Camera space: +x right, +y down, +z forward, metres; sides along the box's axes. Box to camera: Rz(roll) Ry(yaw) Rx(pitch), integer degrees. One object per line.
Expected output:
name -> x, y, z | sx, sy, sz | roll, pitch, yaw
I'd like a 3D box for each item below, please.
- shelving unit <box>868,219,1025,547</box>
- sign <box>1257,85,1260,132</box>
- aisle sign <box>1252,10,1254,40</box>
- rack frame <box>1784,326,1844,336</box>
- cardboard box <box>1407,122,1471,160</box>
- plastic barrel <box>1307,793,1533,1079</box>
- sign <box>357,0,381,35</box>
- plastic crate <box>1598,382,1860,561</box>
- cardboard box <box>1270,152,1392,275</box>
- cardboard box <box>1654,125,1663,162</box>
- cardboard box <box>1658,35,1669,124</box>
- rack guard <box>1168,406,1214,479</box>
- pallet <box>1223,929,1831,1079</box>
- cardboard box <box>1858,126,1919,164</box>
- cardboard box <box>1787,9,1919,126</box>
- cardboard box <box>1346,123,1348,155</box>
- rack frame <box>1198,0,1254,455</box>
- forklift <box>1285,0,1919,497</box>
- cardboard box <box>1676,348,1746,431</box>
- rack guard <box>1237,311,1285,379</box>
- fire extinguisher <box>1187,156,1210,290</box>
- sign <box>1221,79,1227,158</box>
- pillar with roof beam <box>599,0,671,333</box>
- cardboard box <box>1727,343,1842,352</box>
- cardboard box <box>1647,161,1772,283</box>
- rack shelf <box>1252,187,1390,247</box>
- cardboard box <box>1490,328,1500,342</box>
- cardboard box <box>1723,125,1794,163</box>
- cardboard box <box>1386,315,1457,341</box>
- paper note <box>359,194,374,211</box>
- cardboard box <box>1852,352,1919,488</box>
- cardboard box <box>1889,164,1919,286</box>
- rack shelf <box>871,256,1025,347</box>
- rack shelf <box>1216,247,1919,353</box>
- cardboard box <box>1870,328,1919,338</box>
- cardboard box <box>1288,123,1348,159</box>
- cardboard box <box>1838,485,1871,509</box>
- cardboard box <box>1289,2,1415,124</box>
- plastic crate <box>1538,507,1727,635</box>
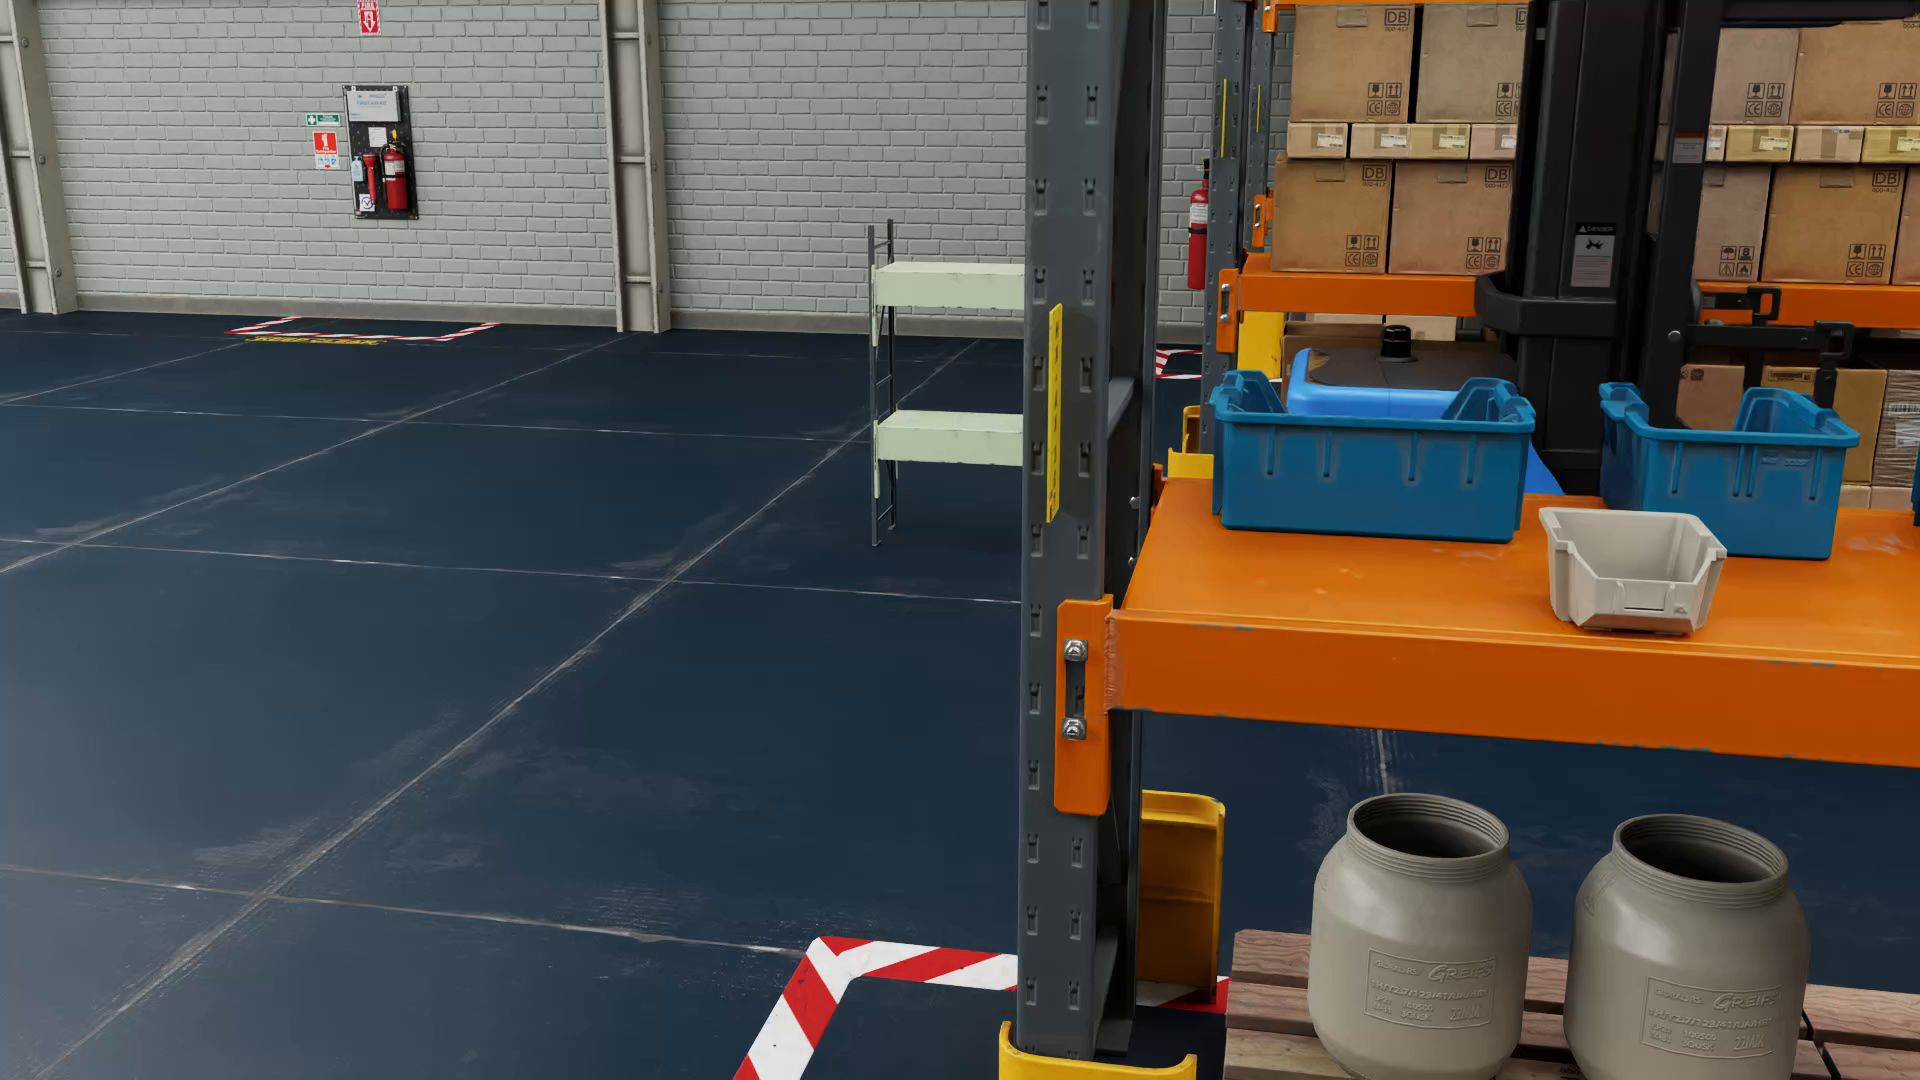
shelving unit -> -0.007, -0.723, 7.793 | 0.755, 1.500, 0.431 | 3, 16, 11
sign -> 2.125, -3.072, 11.840 | 0.005, 0.325, 0.100 | 3, 16, 11
aisle sign -> 2.103, -3.974, 11.851 | 0.004, 0.787, 0.394 | 3, 16, 11
rack frame -> 6.153, -2.583, 11.700 | 0.127, 3.000, 1.000 | 3, 16, 11
cardboard box -> 2.095, -1.757, 7.313 | 0.250, 0.149, 0.380 | 3, 16, 11
plastic barrel -> 0.919, 0.807, 3.334 | 0.421, 0.512, 0.421 | 0, 15, 0
sign -> -5.190, -4.590, 14.599 | 0.199, 0.298, 0.001 | 3, 16, 11
plastic crate -> 1.444, -0.149, 3.188 | 0.408, 0.251, 0.499 | 3, 16, 11
cardboard box -> 1.705, -1.520, 7.674 | 0.500, 0.500, 0.700 | 3, 16, 11
cardboard box -> 2.854, -1.716, 7.165 | 0.250, 0.149, 0.380 | 3, 16, 10
cardboard box -> 2.767, -2.089, 7.299 | 0.500, 0.500, 0.700 | 3, 16, 11
rack guard -> 1.226, -0.297, 8.127 | 0.348, 0.500, 1.175 | 3, 16, 11
pallet -> 1.138, 1.176, 3.353 | 1.213, 0.211, 1.003 | 3, 16, 11
cardboard box -> 3.864, -1.661, 6.968 | 0.250, 0.149, 0.380 | 3, 16, 11
cardboard box -> 3.747, -2.036, 7.106 | 0.500, 0.500, 0.700 | 3, 16, 11
cardboard box -> 1.919, -1.877, 7.746 | 0.250, 0.149, 0.380 | 4, 16, 12
rack frame -> 1.250, -1.500, 7.789 | 0.127, 3.000, 1.000 | 3, 16, 11
forklift -> 2.745, -0.968, 5.998 | 3.031, 2.935, 1.130 | 3, 16, 12
cardboard box -> 3.200, -0.572, 7.396 | 0.500, 0.500, 0.500 | 3, 16, 11
rack guard -> 2.308, -1.588, 12.787 | 0.348, 0.500, 1.175 | 3, 16, 11
fire extinguisher -> 1.226, -1.591, 8.261 | 0.183, 0.674, 0.296 | 3, 16, 11
sign -> 1.133, -1.811, 7.140 | 0.005, 0.325, 0.100 | 3, 16, 11
pillar with roof beam -> -3.646, -5.069, 9.436 | 0.400, 9.000, 9.100 | 3, 16, 11
cardboard box -> 3.798, -0.686, 7.808 | 0.500, 0.500, 0.500 | 3, 16, 11
cardboard box -> 3.222, -1.439, 7.379 | 0.500, 0.500, 0.700 | 4, 16, 13
rack shelf -> 4.193, -2.343, 12.180 | 4.000, 0.370, 1.077 | 3, 16, 11
cardboard box -> 2.817, -0.739, 8.000 | 0.500, 0.500, 0.500 | 3, 16, 11
cardboard box -> 3.356, -1.688, 7.064 | 0.250, 0.149, 0.380 | 4, 16, 13
cardboard box -> 3.452, -1.622, 12.441 | 0.500, 0.311, 0.500 | 4, 16, 16
paper note -> -5.362, -3.049, 15.030 | 0.142, 0.148, 0.016 | 3, 16, 11
cardboard box -> 4.184, -0.523, 7.221 | 0.500, 0.500, 0.500 | 3, 16, 11
cardboard box -> 4.215, -1.384, 7.182 | 0.500, 0.500, 0.700 | 3, 16, 11
rack shelf -> -0.007, -1.099, 7.689 | 0.720, 0.370, 0.431 | 3, 16, 11
rack shelf -> 3.210, -1.047, 7.501 | 4.000, 0.370, 1.077 | 3, 16, 11
cardboard box -> 6.878, -1.556, 11.849 | 0.500, 0.500, 0.700 | 4, 16, 13
cardboard box -> 1.591, -1.784, 7.410 | 0.250, 0.149, 0.380 | 3, 16, 11
cardboard box -> 3.691, -0.184, 7.402 | 0.500, 0.250, 0.500 | 3, 16, 11
cardboard box -> 1.757, -2.143, 7.490 | 0.500, 0.500, 0.700 | 3, 16, 11
plastic crate -> 1.072, 0.054, 2.671 | 0.250, 0.136, 0.298 | 3, 16, 11
